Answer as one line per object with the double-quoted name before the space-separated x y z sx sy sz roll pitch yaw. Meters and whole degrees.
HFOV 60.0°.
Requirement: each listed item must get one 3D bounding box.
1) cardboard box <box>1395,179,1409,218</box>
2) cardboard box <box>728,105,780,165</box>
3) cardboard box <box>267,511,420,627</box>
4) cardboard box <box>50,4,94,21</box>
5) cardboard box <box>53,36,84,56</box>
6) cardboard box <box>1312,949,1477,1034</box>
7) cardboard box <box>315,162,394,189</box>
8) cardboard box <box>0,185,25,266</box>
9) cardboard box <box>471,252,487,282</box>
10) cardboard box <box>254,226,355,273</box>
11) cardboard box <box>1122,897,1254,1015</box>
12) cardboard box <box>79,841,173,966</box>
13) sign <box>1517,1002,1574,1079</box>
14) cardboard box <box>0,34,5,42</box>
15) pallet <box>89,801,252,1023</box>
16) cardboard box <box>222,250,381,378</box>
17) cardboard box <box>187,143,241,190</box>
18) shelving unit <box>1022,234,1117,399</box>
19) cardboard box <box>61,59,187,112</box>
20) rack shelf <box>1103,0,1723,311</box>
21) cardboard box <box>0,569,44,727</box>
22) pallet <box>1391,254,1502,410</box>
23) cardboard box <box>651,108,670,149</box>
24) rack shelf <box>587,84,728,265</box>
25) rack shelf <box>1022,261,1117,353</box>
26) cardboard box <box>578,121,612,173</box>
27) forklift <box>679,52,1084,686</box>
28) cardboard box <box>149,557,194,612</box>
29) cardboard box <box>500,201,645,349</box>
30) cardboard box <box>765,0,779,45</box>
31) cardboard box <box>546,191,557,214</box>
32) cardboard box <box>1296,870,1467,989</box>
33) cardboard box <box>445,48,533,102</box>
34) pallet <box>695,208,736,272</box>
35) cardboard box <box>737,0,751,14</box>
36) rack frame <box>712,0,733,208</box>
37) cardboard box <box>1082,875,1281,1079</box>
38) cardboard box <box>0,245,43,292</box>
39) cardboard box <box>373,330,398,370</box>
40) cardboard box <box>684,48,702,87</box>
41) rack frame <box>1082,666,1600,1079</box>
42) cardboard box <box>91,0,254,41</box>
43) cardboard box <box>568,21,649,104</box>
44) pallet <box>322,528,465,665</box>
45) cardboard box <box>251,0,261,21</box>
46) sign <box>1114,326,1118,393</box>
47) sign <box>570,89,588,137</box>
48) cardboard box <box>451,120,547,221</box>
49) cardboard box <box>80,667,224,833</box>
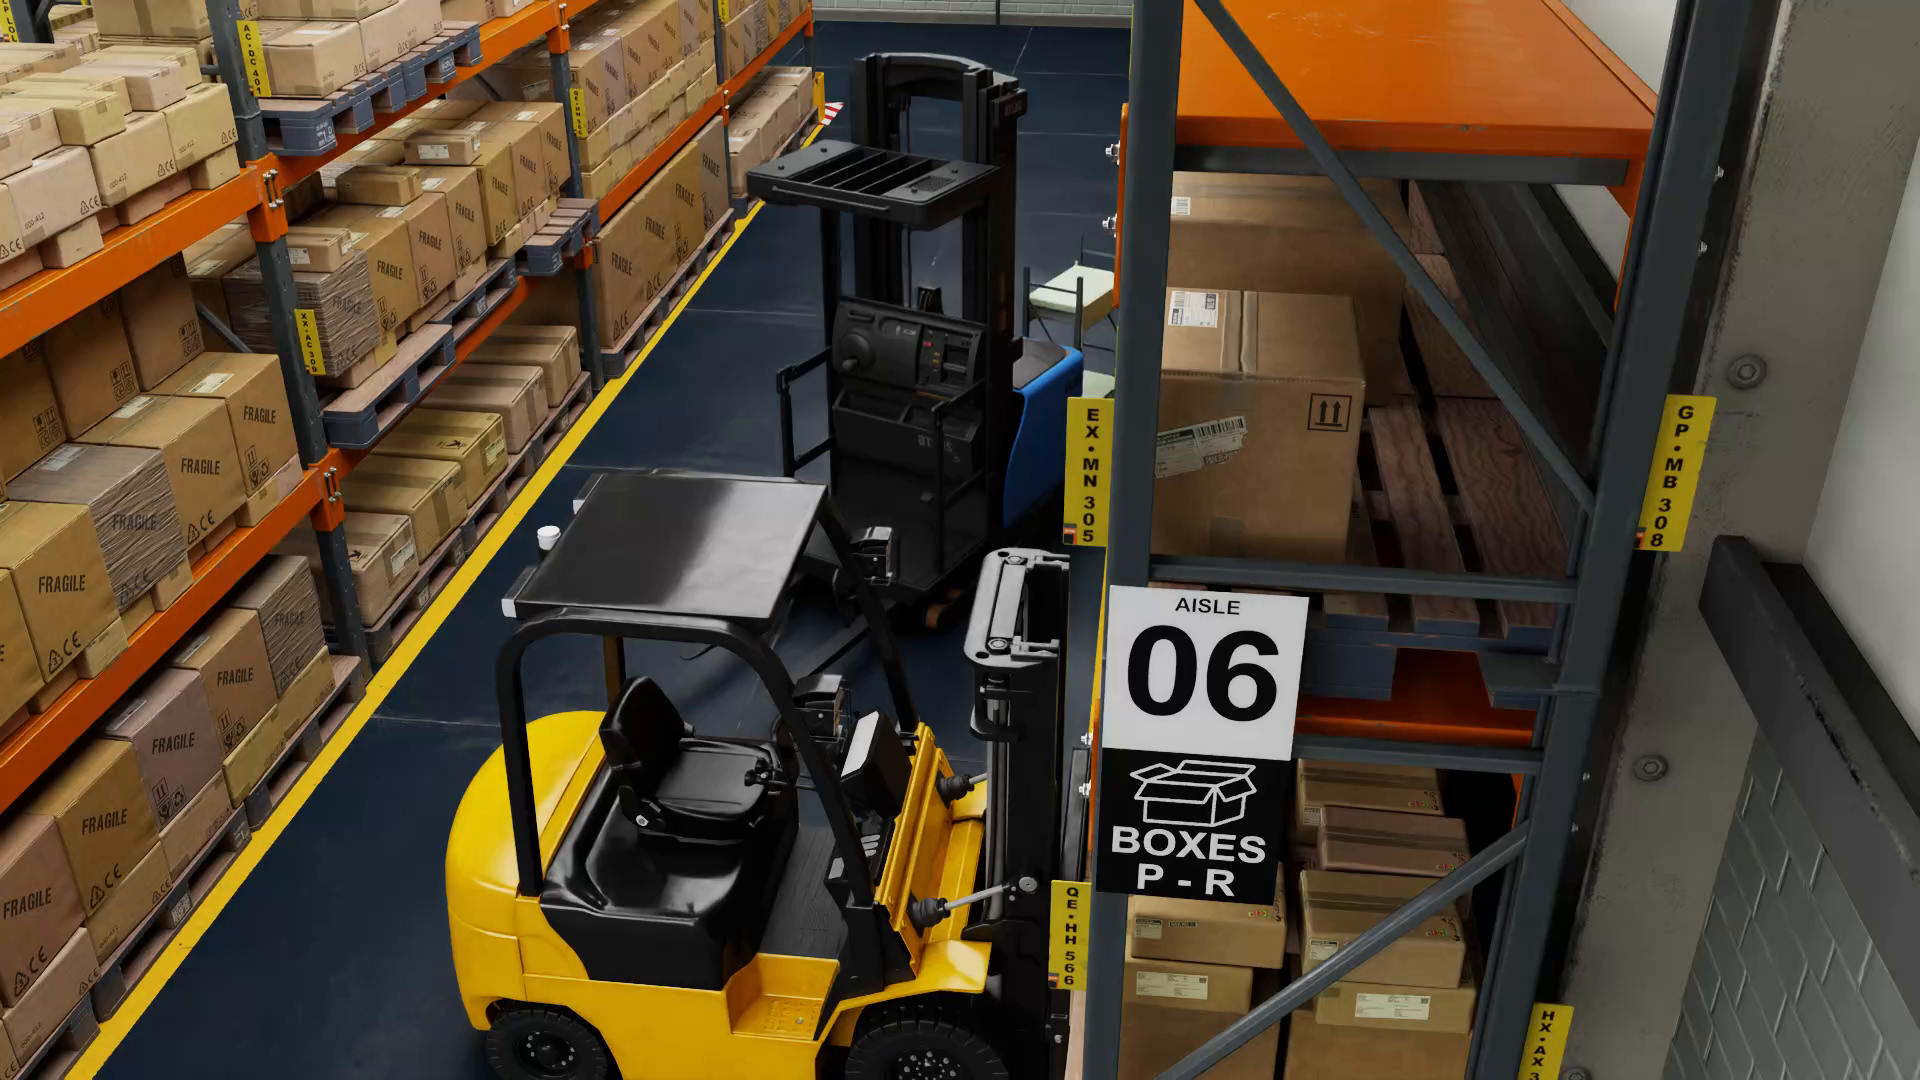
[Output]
"cardboard box" 0.944 -0.986 5.098 0.797 0.503 0.637 4 29 8
"cardboard box" -2.367 -4.122 16.997 0.875 0.438 0.875 3 28 5
"cardboard box" -3.578 0.136 9.162 0.950 0.372 0.625 4 29 7
"cardboard box" -8.089 -4.772 15.140 0.380 0.149 0.250 5 29 9
"cardboard box" -7.601 -4.117 13.924 0.380 0.149 0.250 2 28 4
"cardboard box" 1.096 1.107 4.244 0.380 0.149 0.250 3 28 5
"cardboard box" -3.619 -1.902 9.756 0.500 0.500 0.500 2 28 4
"cardboard box" -3.611 -1.034 5.688 0.500 0.250 0.500 4 29 7
"cardboard box" -3.068 -1.644 9.961 0.380 0.149 0.250 2 28 5
"cardboard box" -3.231 -1.435 8.205 0.380 0.149 0.250 3 28 6
"cardboard box" 0.561 1.072 4.309 0.380 0.149 0.250 4 29 7
"cardboard box" -3.632 1.459 6.836 0.500 0.250 0.500 5 29 10
"sign" 1.347 1.200 3.864 0.100 0.325 0.005 3 28 6
"cardboard box" -8.247 -4.163 14.010 0.380 0.149 0.250 4 29 8
"pallet" -3.834 1.533 7.182 1.003 0.211 1.213 3 28 6
"cardboard box" -3.298 -1.153 8.365 0.500 0.500 0.500 4 29 7
"cardboard box" -3.375 -1.632 7.219 0.380 0.149 0.250 3 29 6
"shelving unit" 0.752 -1.119 10.745 0.431 1.500 0.755 16 32 26
"cardboard box" -3.418 -1.861 6.803 0.380 0.149 0.250 3 28 5
"rack shelf" 1.042 -1.509 4.743 1.077 0.370 4.000 3 28 6
"cardboard box" -3.675 0.428 5.873 0.500 0.500 0.500 3 28 5
"pallet" 1.056 -0.608 5.147 1.003 0.211 1.213 3 28 6
"cardboard box" -2.667 -3.343 13.451 0.500 0.250 0.500 3 28 6
"rack shelf" -2.905 -3.096 13.593 1.077 0.370 4.000 3 28 6
"rack shelf" 0.752 -1.462 10.560 0.431 0.370 0.720 16 32 26
"cardboard box" -2.842 -2.850 12.008 0.500 0.250 0.500 3 28 6
"forklift" -0.409 -1.025 9.062 1.130 2.935 3.031 16 32 26
"cardboard box" -3.498 0.169 7.038 0.380 0.149 0.250 3 28 5
"cardboard box" -2.983 -2.041 12.674 0.875 0.875 0.875 3 28 6
"cardboard box" -2.146 -5.317 16.851 0.500 0.500 0.500 4 29 8
"cardboard box" -2.917 -2.247 11.081 0.380 0.149 0.250 4 29 7
"cardboard box" 1.050 0.975 4.175 0.380 0.149 0.250 3 28 5
"cardboard box" -3.346 -3.214 11.894 0.500 0.500 0.500 3 28 5
"pallet" -2.679 -2.759 15.149 1.003 0.211 1.213 3 28 6
"cardboard box" -2.293 -5.286 15.740 0.500 0.500 0.500 3 28 6
"rack frame" -2.659 -4.354 15.170 1.000 3.000 0.127 3 28 6
"cardboard box" 0.597 1.290 4.588 0.500 0.500 0.500 3 28 5
"cardboard box" -3.632 -1.032 6.105 0.380 0.149 0.250 4 29 7
"cardboard box" -3.219 -1.022 8.806 0.380 0.149 0.250 4 29 7
"cardboard box" -2.526 -4.051 14.238 0.500 0.250 0.500 4 29 7
"rack frame" 0.797 1.581 4.153 1.000 3.000 0.127 3 28 6
"cardboard box" -3.695 -2.528 7.806 0.500 0.250 0.500 4 29 7
"cardboard box" -2.717 -3.650 12.704 0.500 0.500 0.500 4 29 8
"pallet" -3.546 0.272 9.522 1.003 0.211 1.213 3 28 6
"cardboard box" -3.645 -2.549 8.372 0.500 0.250 0.500 4 29 7
"sign" 0.747 -0.804 7.442 0.100 0.325 0.005 3 28 6
"sign" -2.610 -2.919 11.369 0.100 0.325 0.005 3 28 6
"cardboard box" -2.982 -2.357 10.601 0.500 0.500 0.500 3 28 5
"cardboard box" -3.568 0.881 7.118 0.500 0.500 0.500 5 29 9
